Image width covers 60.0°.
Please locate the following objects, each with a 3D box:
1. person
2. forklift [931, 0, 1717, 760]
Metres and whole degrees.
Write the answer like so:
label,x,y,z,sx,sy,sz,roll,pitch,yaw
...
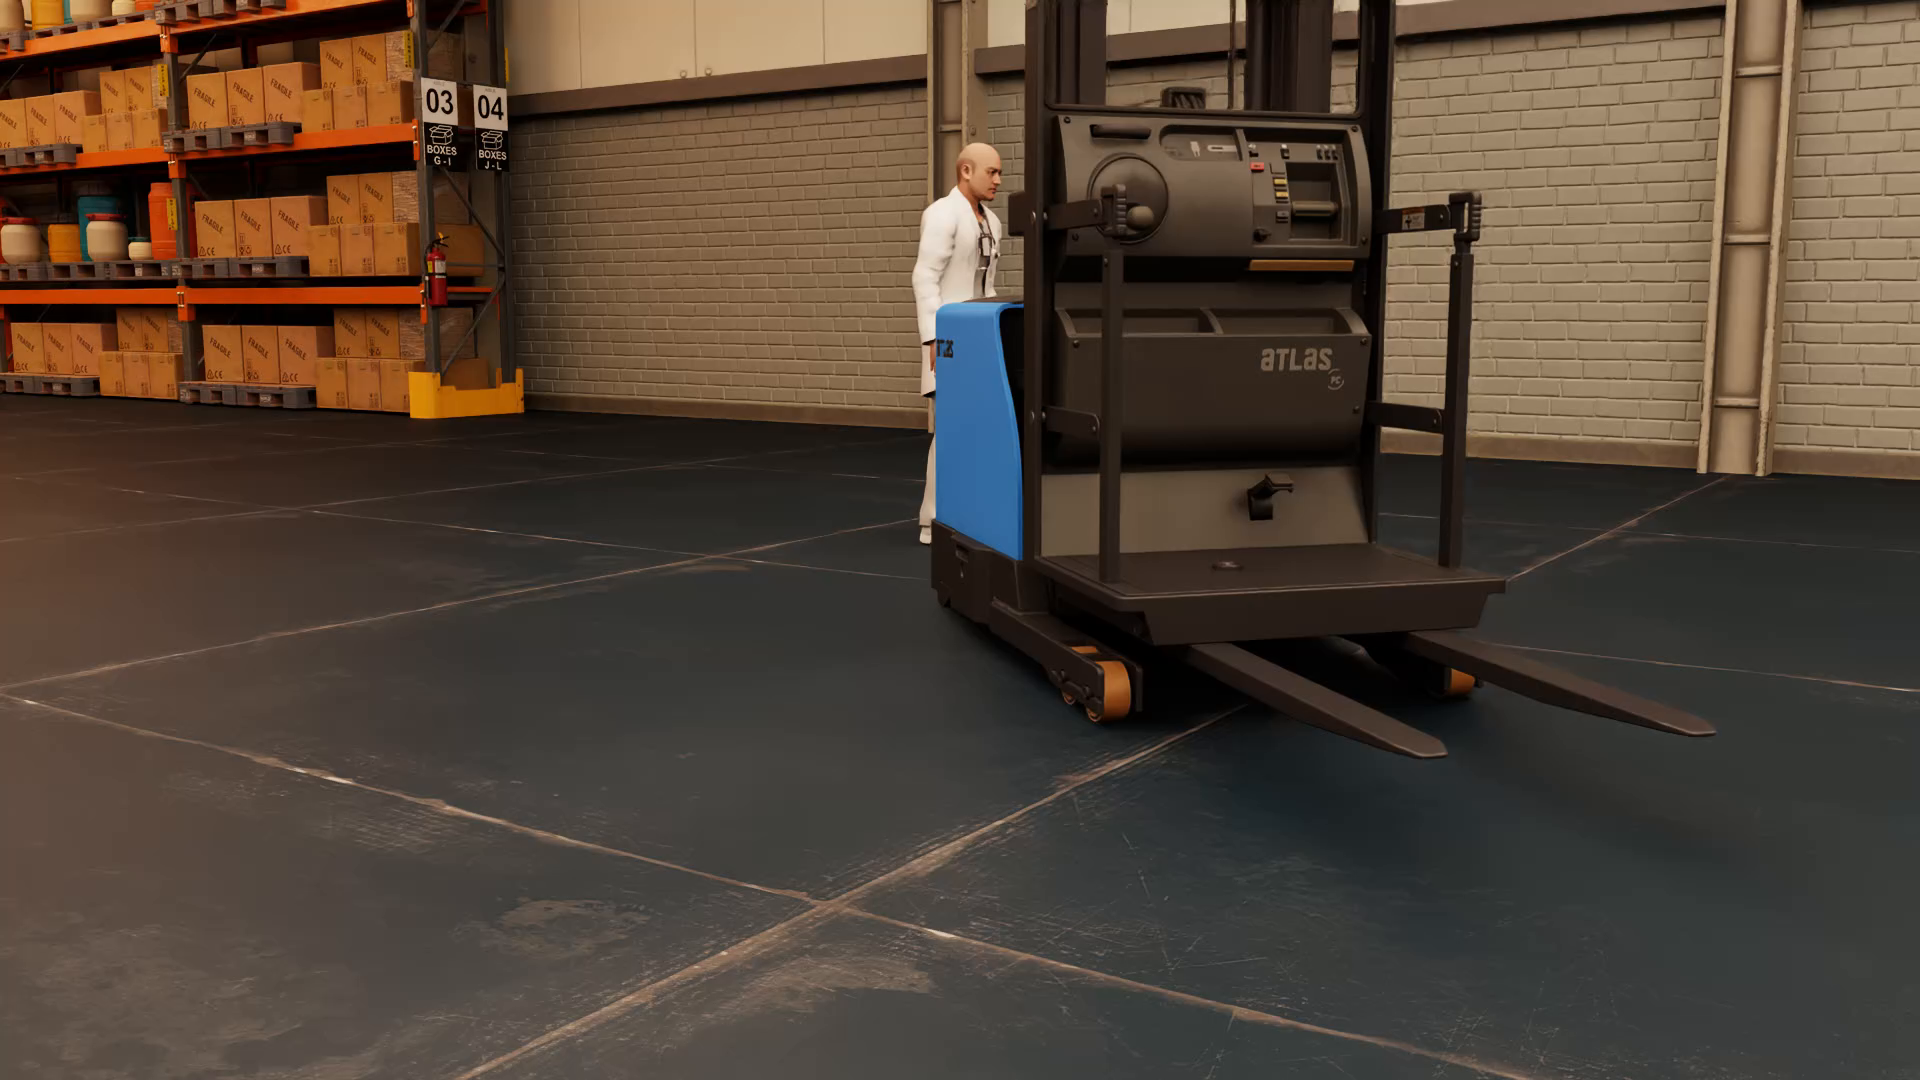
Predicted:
label,x,y,z,sx,sy,sz,roll,pitch,yaw
person,0.032,-0.876,7.469,0.431,1.773,0.644,5,10,32
forklift,0.786,-1.039,4.500,1.130,2.935,3.031,-2,8,-15
